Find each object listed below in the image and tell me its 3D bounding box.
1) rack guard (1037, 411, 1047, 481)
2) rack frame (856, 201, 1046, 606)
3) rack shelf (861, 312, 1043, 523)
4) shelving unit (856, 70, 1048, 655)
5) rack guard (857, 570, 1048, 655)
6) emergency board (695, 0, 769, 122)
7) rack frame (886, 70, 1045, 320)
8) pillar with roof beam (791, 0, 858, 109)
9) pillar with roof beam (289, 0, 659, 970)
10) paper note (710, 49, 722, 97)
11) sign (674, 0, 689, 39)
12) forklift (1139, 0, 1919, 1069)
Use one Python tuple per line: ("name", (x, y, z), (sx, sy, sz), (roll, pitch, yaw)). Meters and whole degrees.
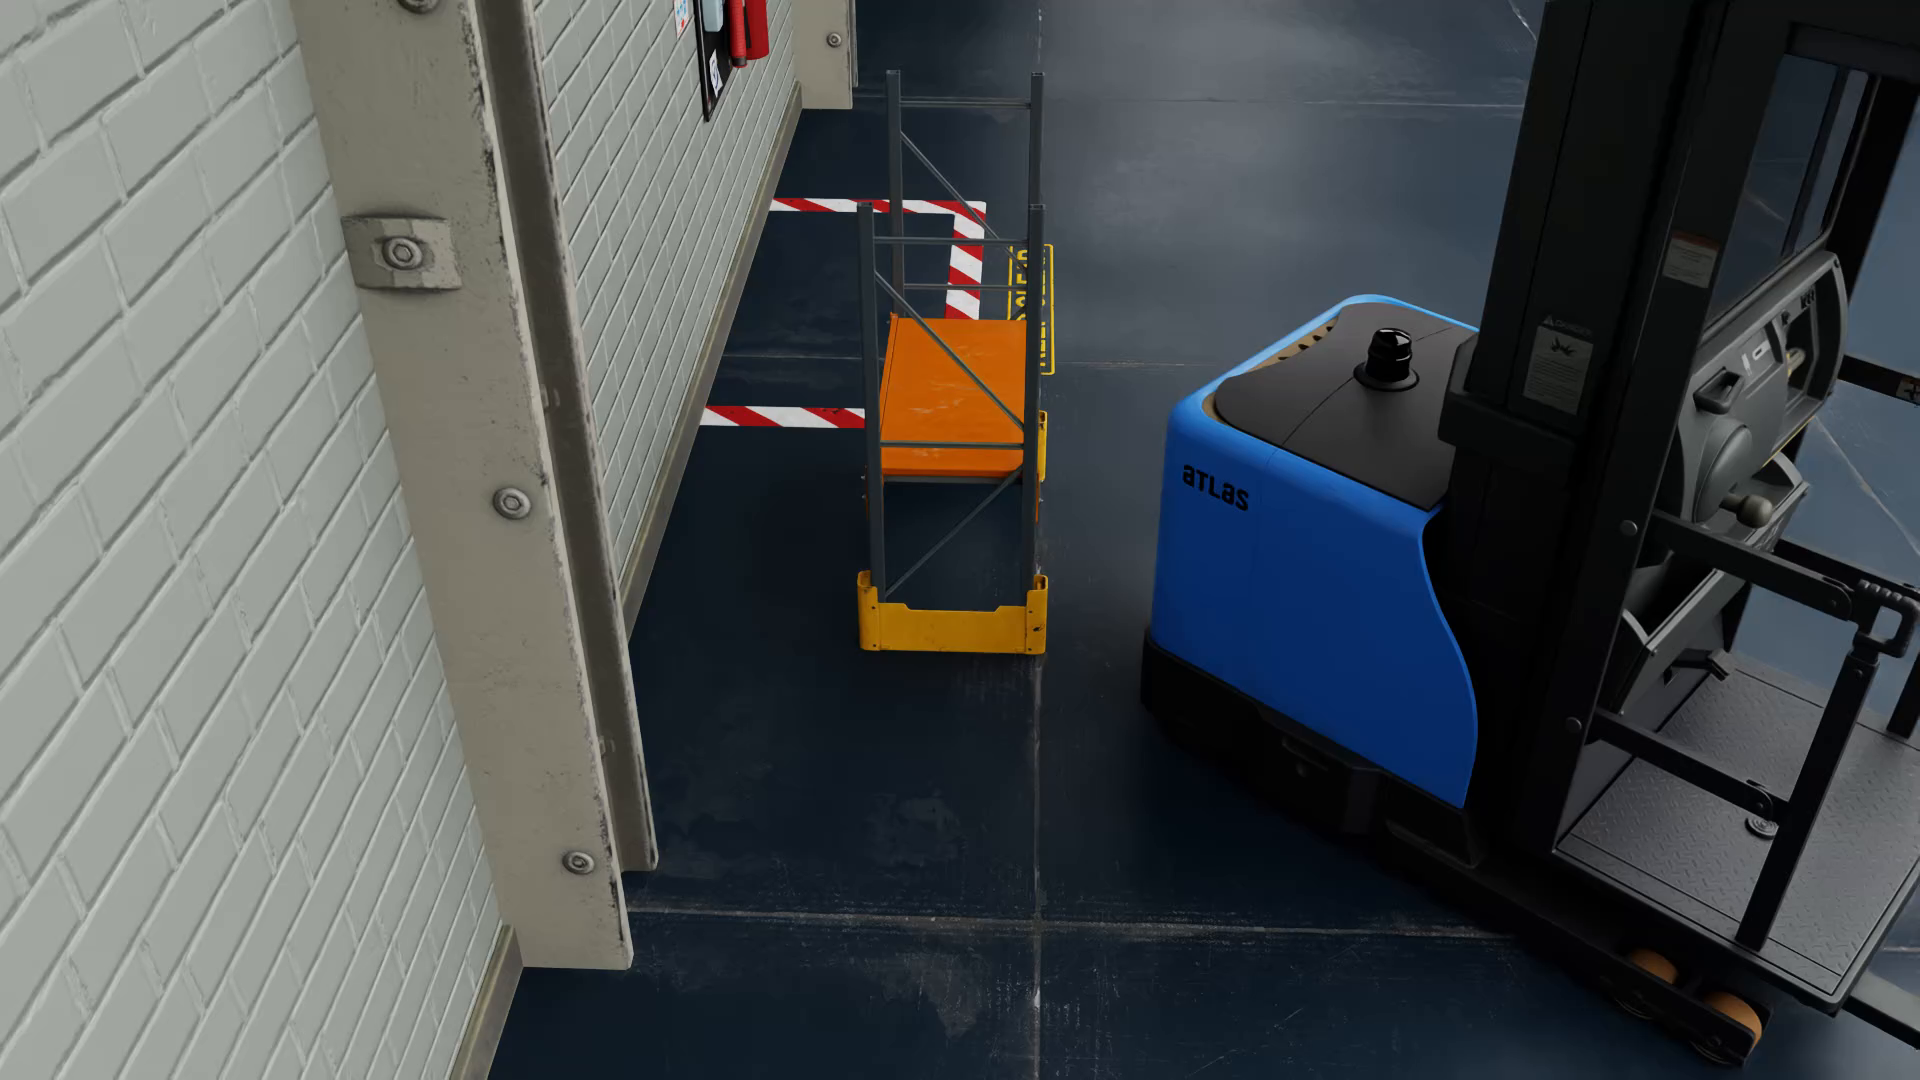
("rack guard", (0.017, -0.345, 6.023), (0.587, 0.250, 0.087), (1, 35, 2))
("rack frame", (-0.024, -0.273, 4.833), (0.500, 1.500, 0.032), (1, 35, 2))
("rack shelf", (-0.003, -0.417, 5.352), (0.538, 0.185, 1.000), (1, 35, 2))
("shelving unit", (-0.003, -0.570, 5.256), (0.587, 1.500, 1.083), (1, 35, 2))
("rack guard", (-0.023, 0.228, 5.209), (0.587, 0.250, 0.087), (1, 35, 2))
("emergency board", (-0.878, -2.287, 6.395), (0.194, 1.169, 0.643), (1, 35, 2))
("rack frame", (0.017, -0.857, 5.665), (0.500, 1.500, 0.032), (1, 35, 2))
("pillar with roof beam", (3.561, -6.061, 6.548), (9.100, 9.000, 0.400), (1, 35, 2))
("pillar with roof beam", (3.320, -2.614, 1.643), (9.100, 9.000, 0.400), (1, 35, 2))
("paper note", (-0.954, -1.826, 6.506), (0.016, 0.148, 0.142), (1, 35, 2))
("sign", (-1.003, -1.986, 5.936), (0.001, 0.329, 0.234), (1, 35, 2))
("forklift", (1.955, -0.294, 3.619), (3.031, 2.935, 1.130), (28, 44, 34))
